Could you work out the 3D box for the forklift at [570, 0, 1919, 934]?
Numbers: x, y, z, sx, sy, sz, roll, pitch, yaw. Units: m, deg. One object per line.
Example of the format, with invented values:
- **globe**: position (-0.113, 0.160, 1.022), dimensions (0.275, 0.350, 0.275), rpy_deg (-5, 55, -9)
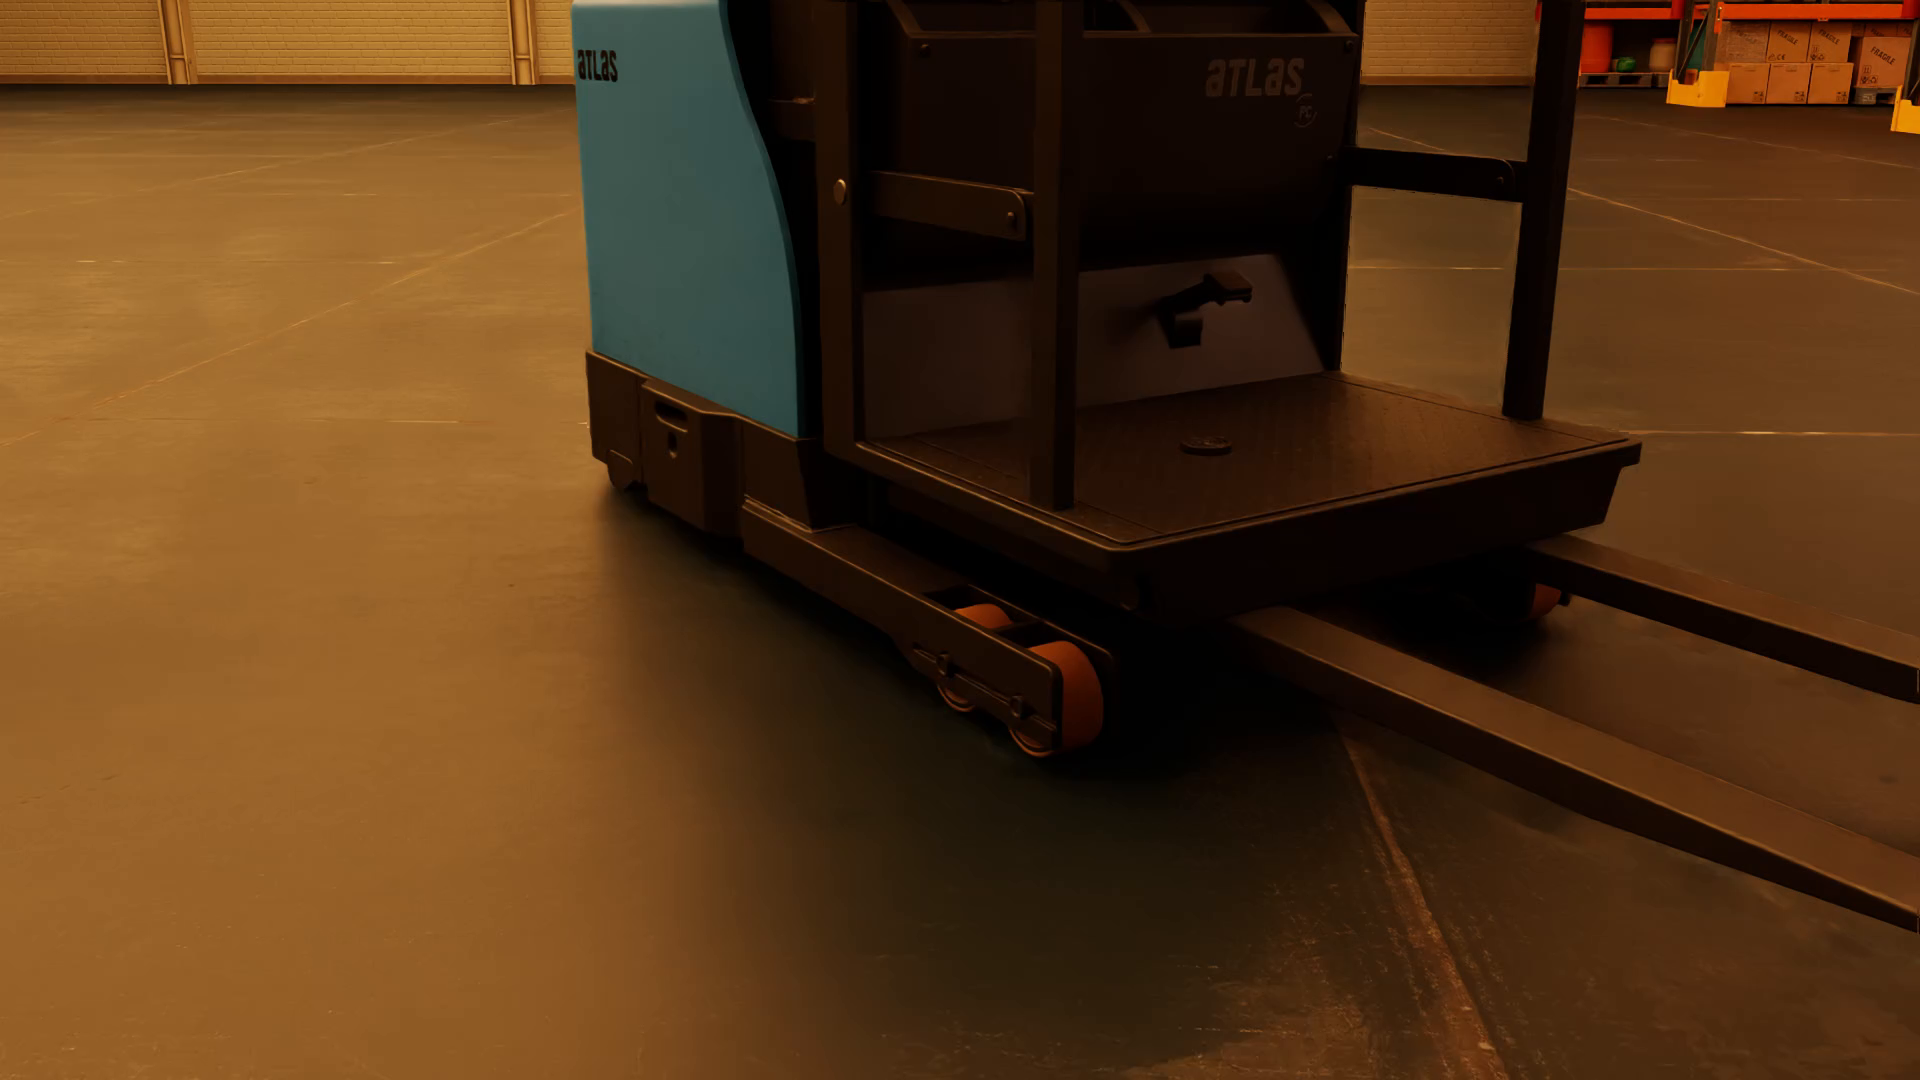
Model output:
- **forklift**: position (0.395, -1.249, 2.450), dimensions (1.130, 2.935, 3.031), rpy_deg (-11, 20, -32)
